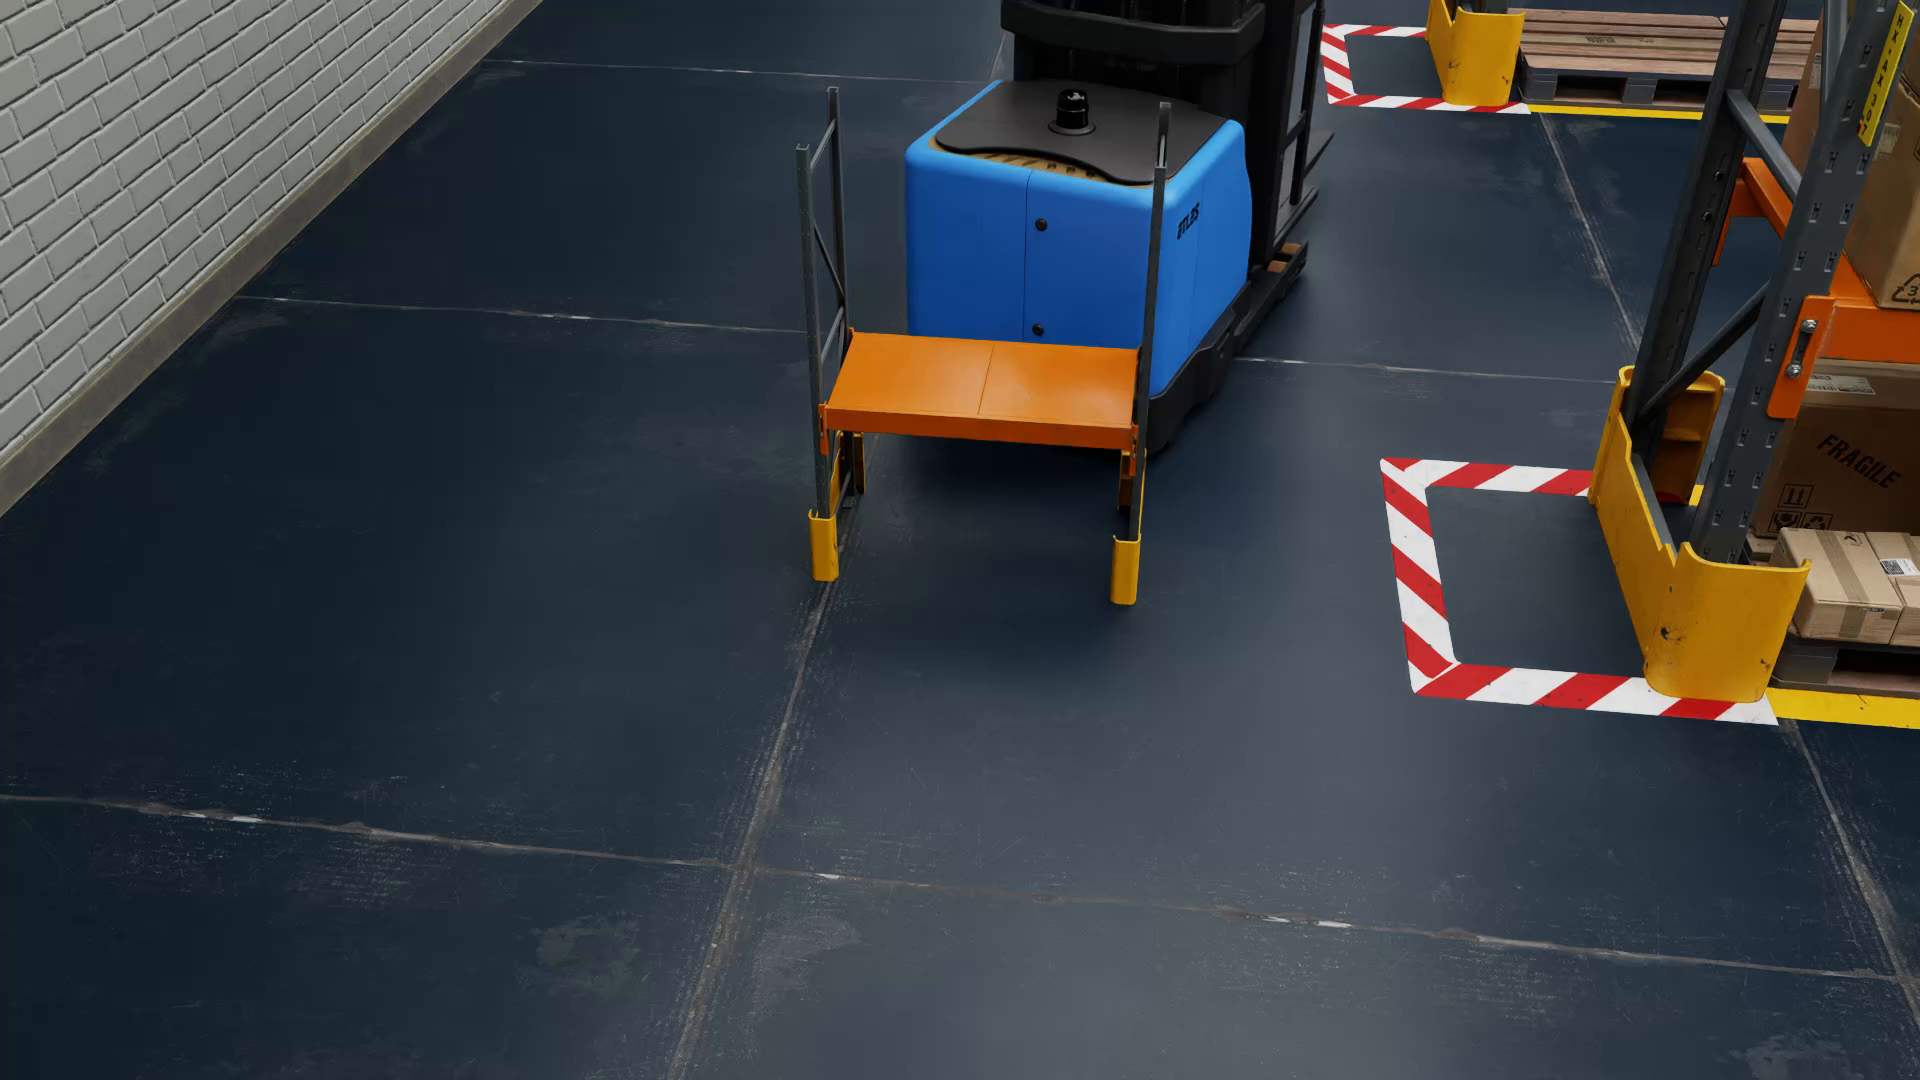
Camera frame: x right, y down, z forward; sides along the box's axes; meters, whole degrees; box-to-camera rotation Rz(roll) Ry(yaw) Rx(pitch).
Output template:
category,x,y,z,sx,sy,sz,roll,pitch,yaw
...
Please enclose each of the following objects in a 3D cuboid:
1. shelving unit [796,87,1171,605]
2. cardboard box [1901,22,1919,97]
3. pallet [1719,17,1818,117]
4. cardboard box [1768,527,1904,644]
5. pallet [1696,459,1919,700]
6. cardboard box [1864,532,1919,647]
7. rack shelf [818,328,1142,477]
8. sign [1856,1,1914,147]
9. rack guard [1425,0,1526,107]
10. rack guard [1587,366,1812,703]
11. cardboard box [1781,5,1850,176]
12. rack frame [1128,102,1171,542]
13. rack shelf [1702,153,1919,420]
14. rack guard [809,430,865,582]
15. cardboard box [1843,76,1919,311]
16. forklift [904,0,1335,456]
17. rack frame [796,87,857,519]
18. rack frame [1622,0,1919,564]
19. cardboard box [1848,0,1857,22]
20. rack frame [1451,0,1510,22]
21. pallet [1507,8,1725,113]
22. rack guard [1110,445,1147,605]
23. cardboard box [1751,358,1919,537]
category,x,y,z,sx,sy,sz,roll,pitch,yaw
shelving unit,0.076,-0.605,5.306,1.083,1.500,0.587,4,36,6
cardboard box,2.690,-1.338,4.096,0.500,0.500,0.500,5,36,7
pallet,4.937,-2.619,9.238,1.213,0.211,1.003,4,36,6
cardboard box,2.655,0.135,5.054,0.250,0.149,0.380,4,36,6
pallet,3.149,0.124,5.395,1.213,0.211,1.003,4,36,6
cardboard box,2.903,0.147,5.023,0.250,0.166,0.380,4,36,6
rack shelf,0.085,-0.458,5.410,1.000,0.185,0.538,4,36,6
sign,2.214,-1.115,3.985,0.005,0.325,0.100,4,36,6
rack guard,2.892,-2.906,9.391,0.348,0.500,1.175,4,36,6
rack guard,2.358,-0.052,5.393,0.348,0.500,1.175,4,36,6
cardboard box,2.762,-1.240,4.819,0.500,0.500,0.500,5,36,7
rack frame,0.589,-0.567,5.253,0.032,1.500,0.500,4,36,6
rack shelf,4.267,-0.634,4.676,4.000,0.370,1.077,4,36,6
rack guard,-0.418,-0.133,5.721,0.087,0.250,0.587,4,36,6
cardboard box,2.690,-0.931,4.386,0.500,0.500,0.500,5,36,7
forklift,0.885,-2.340,6.506,1.130,2.935,3.031,16,38,21
rack frame,-0.420,-0.642,5.358,0.032,1.500,0.500,4,36,6
rack frame,2.283,-1.075,4.674,0.127,3.000,1.000,4,36,6
cardboard box,2.759,-1.648,4.531,0.500,0.500,0.500,4,36,6
rack frame,2.918,-3.929,8.673,0.127,3.000,1.000,4,36,6
pallet,3.731,-2.711,9.366,1.213,0.211,1.003,4,36,6
rack guard,0.570,-0.059,5.618,0.087,0.250,0.587,4,36,6
cardboard box,2.854,-0.338,5.415,0.500,0.500,0.500,4,36,6
